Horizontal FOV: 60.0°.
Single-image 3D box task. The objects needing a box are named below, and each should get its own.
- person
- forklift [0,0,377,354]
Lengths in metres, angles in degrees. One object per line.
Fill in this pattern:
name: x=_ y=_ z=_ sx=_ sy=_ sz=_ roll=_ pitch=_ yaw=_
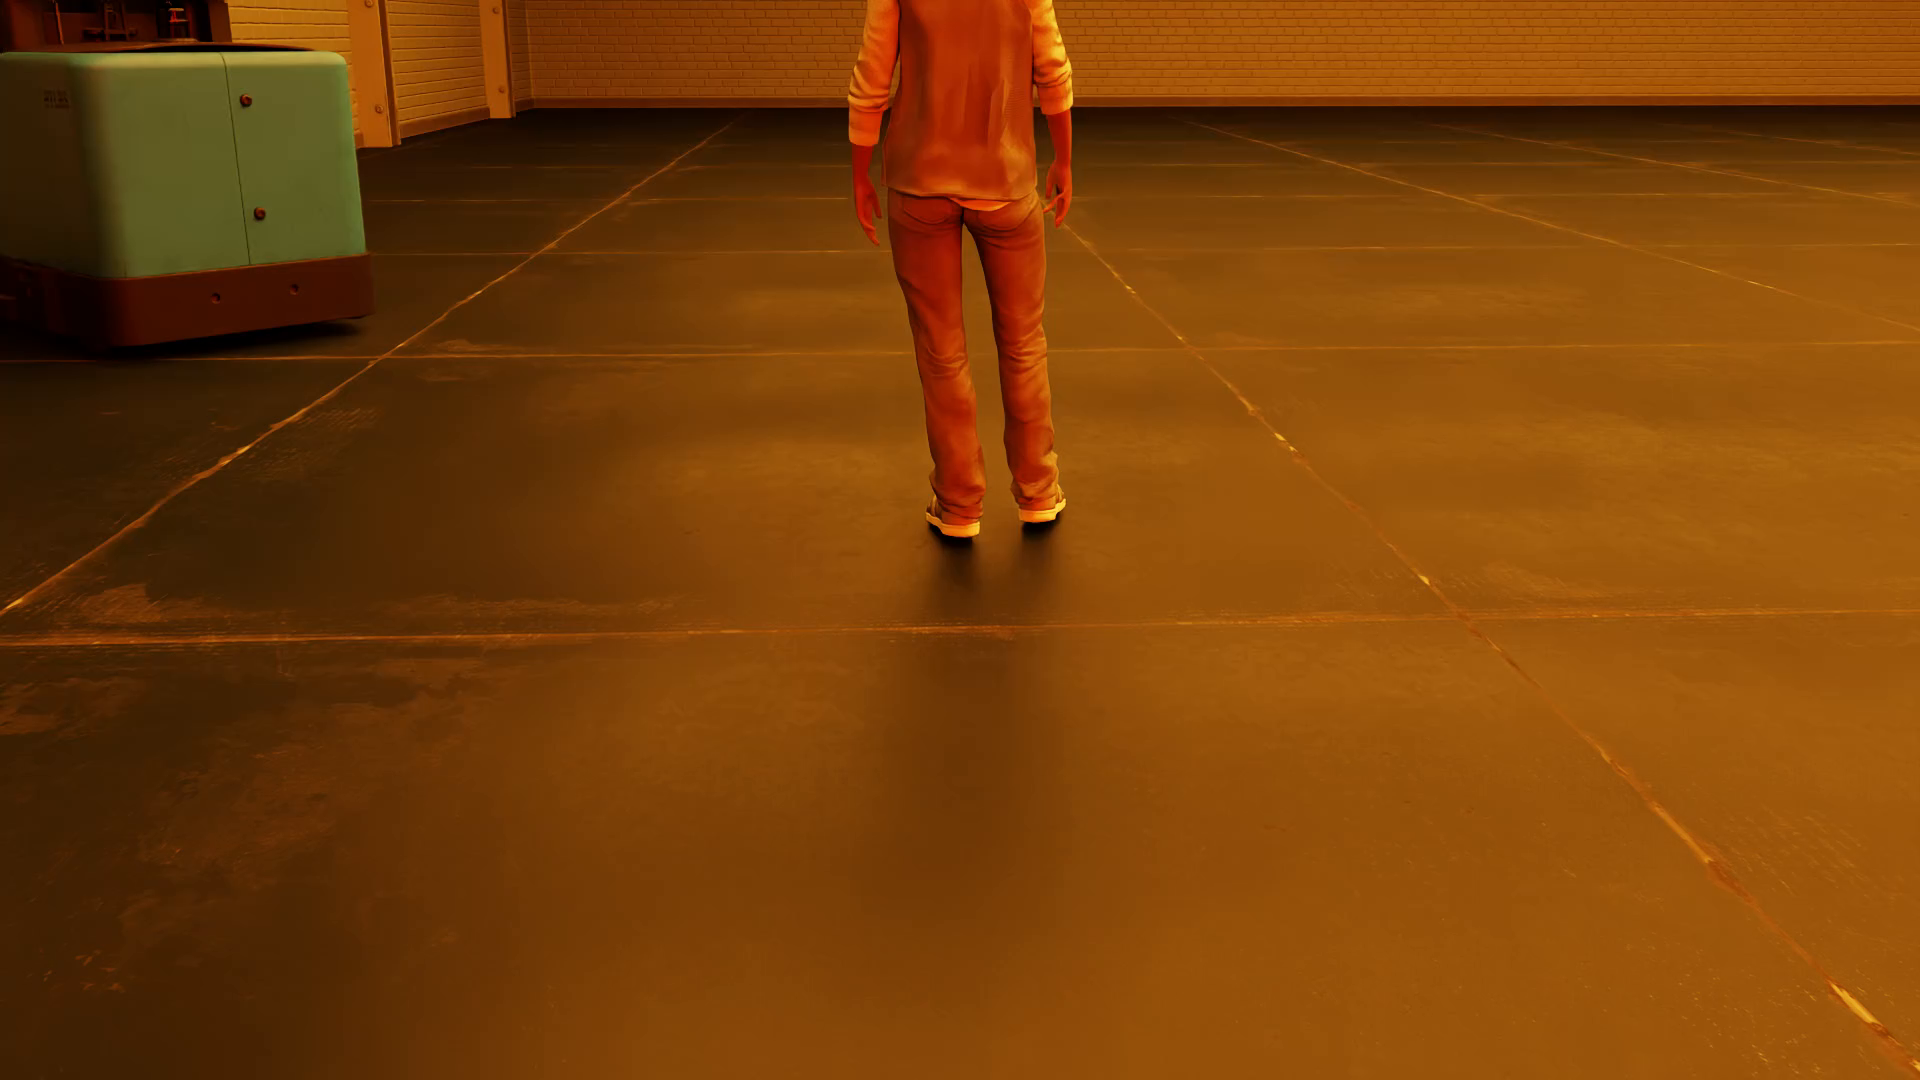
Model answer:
person: x=0.011 y=-0.792 z=3.753 sx=0.520 sy=1.597 sz=0.475 roll=-1 pitch=17 yaw=-3
forklift: x=-3.760 y=-2.418 z=6.813 sx=3.031 sy=2.935 sz=1.130 roll=15 pitch=22 yaw=40
